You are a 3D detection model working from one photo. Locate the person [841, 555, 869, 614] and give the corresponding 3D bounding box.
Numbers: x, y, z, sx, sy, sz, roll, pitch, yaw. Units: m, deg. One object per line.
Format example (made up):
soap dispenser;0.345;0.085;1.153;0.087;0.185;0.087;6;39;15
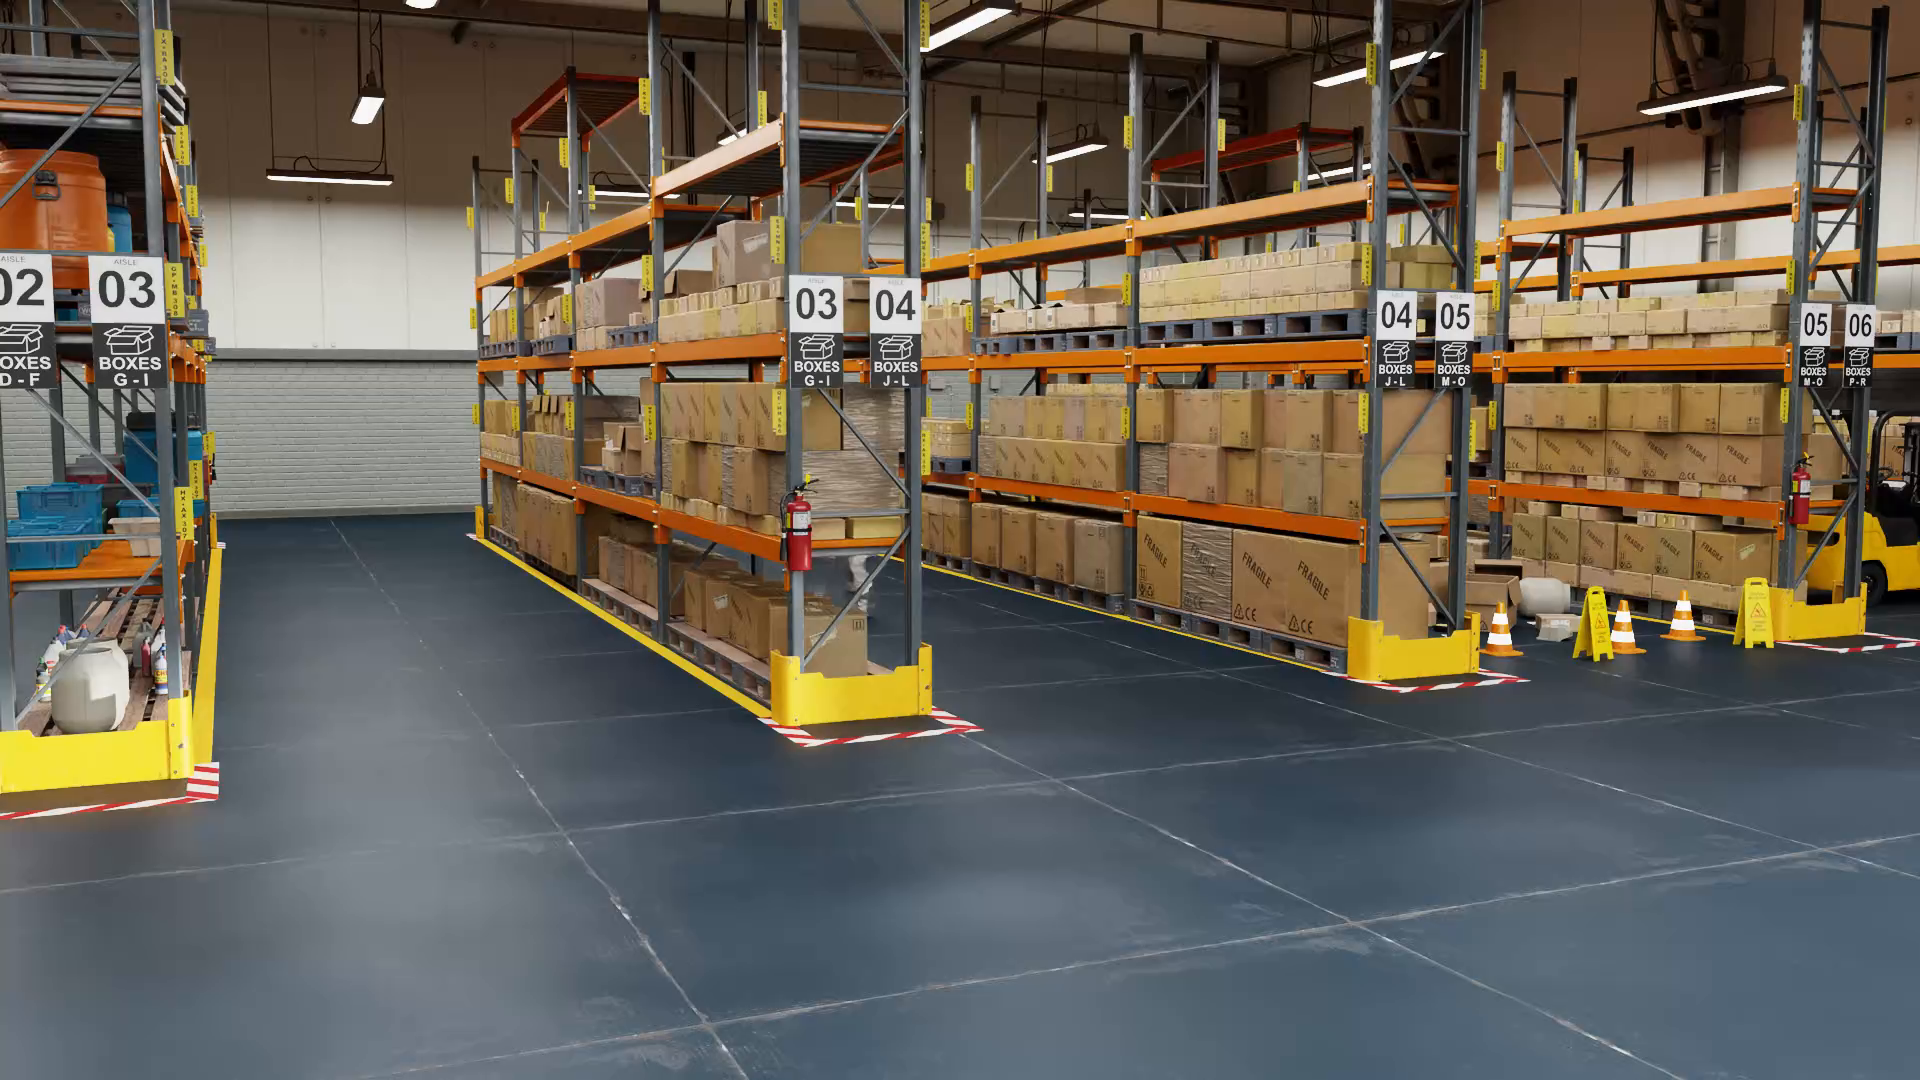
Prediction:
person;-1.139;-0.090;17.496;0.527;1.793;0.514;-1;5;-9
